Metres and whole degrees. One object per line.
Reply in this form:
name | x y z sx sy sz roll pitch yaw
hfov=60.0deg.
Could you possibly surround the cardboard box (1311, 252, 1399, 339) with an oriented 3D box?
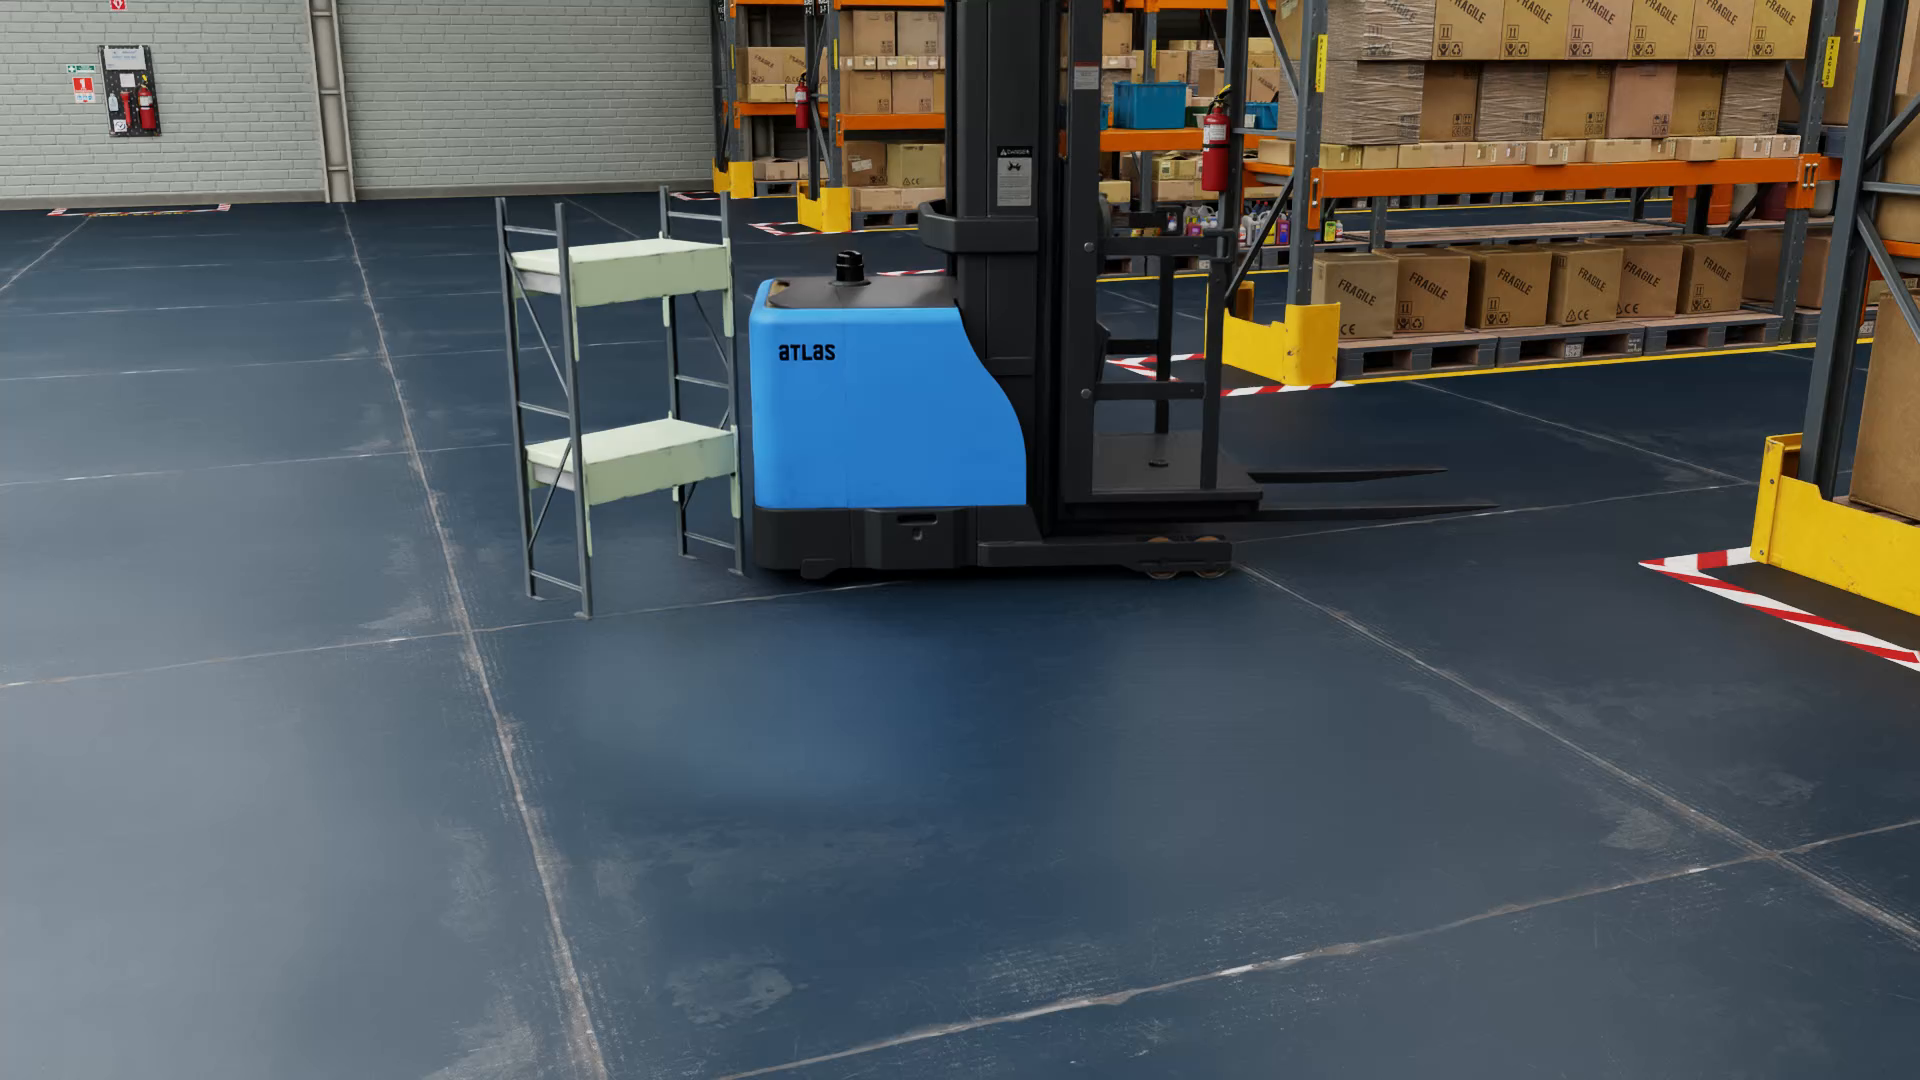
cardboard box | 2.537 -1.616 10.969 0.500 0.500 0.500 -3 17 -10

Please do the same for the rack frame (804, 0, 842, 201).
rack frame | -1.593 -5.162 19.354 0.127 3.000 1.000 -6 17 -20

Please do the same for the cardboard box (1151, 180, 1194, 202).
cardboard box | 2.607 -4.423 20.972 0.500 0.250 0.500 -7 18 -21

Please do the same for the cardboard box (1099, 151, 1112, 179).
cardboard box | 1.597 -4.843 21.071 0.500 0.500 0.500 -6 17 -20

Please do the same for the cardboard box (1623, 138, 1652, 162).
cardboard box | 4.403 -2.626 11.164 0.250 0.149 0.380 -6 17 -20

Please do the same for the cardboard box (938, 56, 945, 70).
cardboard box | -0.186 -5.609 19.546 0.250 0.149 0.380 -7 18 -22

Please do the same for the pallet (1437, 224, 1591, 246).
pallet | 5.771 -3.137 17.408 1.213 0.211 1.003 -6 17 -20

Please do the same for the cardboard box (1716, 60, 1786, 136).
cardboard box | 5.241 -3.120 11.695 0.500 0.500 0.875 -6 17 -20

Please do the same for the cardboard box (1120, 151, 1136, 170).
cardboard box | 2.471 -6.118 26.265 0.500 0.500 0.700 -6 17 -20

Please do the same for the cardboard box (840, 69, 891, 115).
cardboard box | -1.153 -5.254 19.488 0.500 0.500 0.700 -6 17 -20

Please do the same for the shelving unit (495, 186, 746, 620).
shelving unit | -1.256 -0.542 6.280 0.431 1.500 0.755 14 21 40

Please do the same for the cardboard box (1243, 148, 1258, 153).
cardboard box | 4.835 -6.481 26.916 0.750 0.750 0.750 -6 18 -21

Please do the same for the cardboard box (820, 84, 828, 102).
cardboard box | -1.842 -6.474 24.053 0.500 0.250 0.500 -6 18 -21

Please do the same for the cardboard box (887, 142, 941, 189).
cardboard box | -0.547 -4.451 19.734 0.500 0.500 0.500 -6 17 -20

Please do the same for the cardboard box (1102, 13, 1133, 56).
cardboard box | 1.730 -6.190 20.372 0.500 0.500 0.700 -6 17 -20

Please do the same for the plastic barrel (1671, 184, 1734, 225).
plastic barrel | 8.097 -3.879 18.091 0.708 0.830 0.600 -6 17 -20

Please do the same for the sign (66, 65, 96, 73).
sign | -11.495 -6.160 21.748 0.331 0.109 0.001 -6 17 -20

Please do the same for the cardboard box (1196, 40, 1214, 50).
cardboard box | 3.790 -7.799 26.225 0.250 0.149 0.380 -9 18 -27

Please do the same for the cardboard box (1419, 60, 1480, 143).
cardboard box | 2.895 -2.876 10.864 0.500 0.500 0.875 -6 17 -20

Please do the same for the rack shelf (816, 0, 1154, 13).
rack shelf | 0.274 -6.458 19.719 4.000 0.370 1.077 -6 17 -20

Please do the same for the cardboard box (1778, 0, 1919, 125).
cardboard box | 6.475 -3.491 11.854 1.000 1.000 1.000 -6 17 -20

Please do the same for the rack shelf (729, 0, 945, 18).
rack shelf | -1.502 -7.761 24.156 4.000 0.370 1.077 -6 17 -20

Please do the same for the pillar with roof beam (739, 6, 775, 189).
pillar with roof beam | -1.485 -8.509 20.104 0.400 9.000 9.100 -6 17 -20

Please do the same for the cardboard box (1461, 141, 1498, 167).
cardboard box | 3.240 -2.496 10.721 0.250 0.149 0.380 -6 17 -20

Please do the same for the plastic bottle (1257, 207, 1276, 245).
plastic bottle | 2.932 -3.009 15.943 0.185 0.351 0.144 -6 17 -20

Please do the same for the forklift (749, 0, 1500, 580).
forklift | 0.673 -1.397 6.653 3.031 2.935 1.130 -1 16 -4

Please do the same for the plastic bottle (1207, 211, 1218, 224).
plastic bottle | 2.512 -3.096 16.369 0.135 0.276 0.152 -6 17 -20

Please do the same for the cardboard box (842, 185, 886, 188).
cardboard box | -1.198 -4.176 20.131 0.500 0.250 0.500 -6 17 -20

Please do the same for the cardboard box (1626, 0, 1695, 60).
cardboard box | 4.428 -3.411 10.909 0.500 0.500 0.500 -6 17 -20

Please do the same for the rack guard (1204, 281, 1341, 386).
rack guard | 2.019 -1.364 10.855 0.348 0.500 1.175 -6 17 -20

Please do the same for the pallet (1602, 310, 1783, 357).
pallet | 5.069 -1.544 11.981 1.213 0.211 1.003 -6 17 -20

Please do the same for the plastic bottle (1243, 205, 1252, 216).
plastic bottle | 2.832 -3.211 16.629 0.185 0.351 0.144 -7 18 -22

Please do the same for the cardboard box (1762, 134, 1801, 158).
cardboard box | 5.587 -2.739 11.548 0.250 0.149 0.380 -6 17 -20

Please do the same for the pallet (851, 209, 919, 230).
pallet | -0.894 -3.912 20.047 1.213 0.211 1.003 -6 17 -20

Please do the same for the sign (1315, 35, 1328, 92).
sign | 2.142 -2.828 9.869 0.005 0.325 0.100 -6 17 -20

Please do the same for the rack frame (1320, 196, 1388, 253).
rack frame | 3.911 -4.262 16.288 0.127 3.000 1.000 -6 17 -20

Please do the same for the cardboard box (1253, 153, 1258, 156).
cardboard box | 4.052 -4.848 21.424 0.500 0.311 0.500 -6 17 -19

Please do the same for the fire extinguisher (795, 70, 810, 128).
fire extinguisher | -1.870 -5.235 19.740 0.183 0.674 0.296 -6 17 -20

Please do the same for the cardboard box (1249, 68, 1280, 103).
cardboard box | 3.824 -5.790 21.315 0.500 0.500 0.500 -6 17 -20

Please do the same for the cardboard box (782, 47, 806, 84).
cardboard box | -2.351 -6.779 23.759 0.500 0.500 0.500 -6 17 -20

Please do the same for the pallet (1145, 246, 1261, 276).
pallet | 2.128 -2.743 16.065 1.213 0.211 1.003 -6 17 -20

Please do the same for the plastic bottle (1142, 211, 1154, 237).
plastic bottle | 1.836 -3.083 16.315 0.133 0.283 0.061 -6 17 -19

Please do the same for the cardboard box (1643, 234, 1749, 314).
cardboard box | 5.295 -1.931 12.042 0.500 0.500 0.500 -7 18 -22

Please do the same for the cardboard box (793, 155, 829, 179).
cardboard box | -2.159 -5.490 24.460 0.500 0.311 0.500 -5 17 -15

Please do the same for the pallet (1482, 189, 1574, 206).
pallet | 7.725 -4.818 23.131 1.213 0.211 1.003 -6 17 -20

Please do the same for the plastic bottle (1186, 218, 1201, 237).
plastic bottle | 2.198 -2.885 15.640 0.133 0.283 0.061 -6 17 -19

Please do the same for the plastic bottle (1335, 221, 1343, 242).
plastic bottle | 3.684 -3.012 16.216 0.097 0.201 0.097 0 16 0

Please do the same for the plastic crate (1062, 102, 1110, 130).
plastic crate | 1.144 -3.980 15.593 0.408 0.251 0.499 -6 17 -20
